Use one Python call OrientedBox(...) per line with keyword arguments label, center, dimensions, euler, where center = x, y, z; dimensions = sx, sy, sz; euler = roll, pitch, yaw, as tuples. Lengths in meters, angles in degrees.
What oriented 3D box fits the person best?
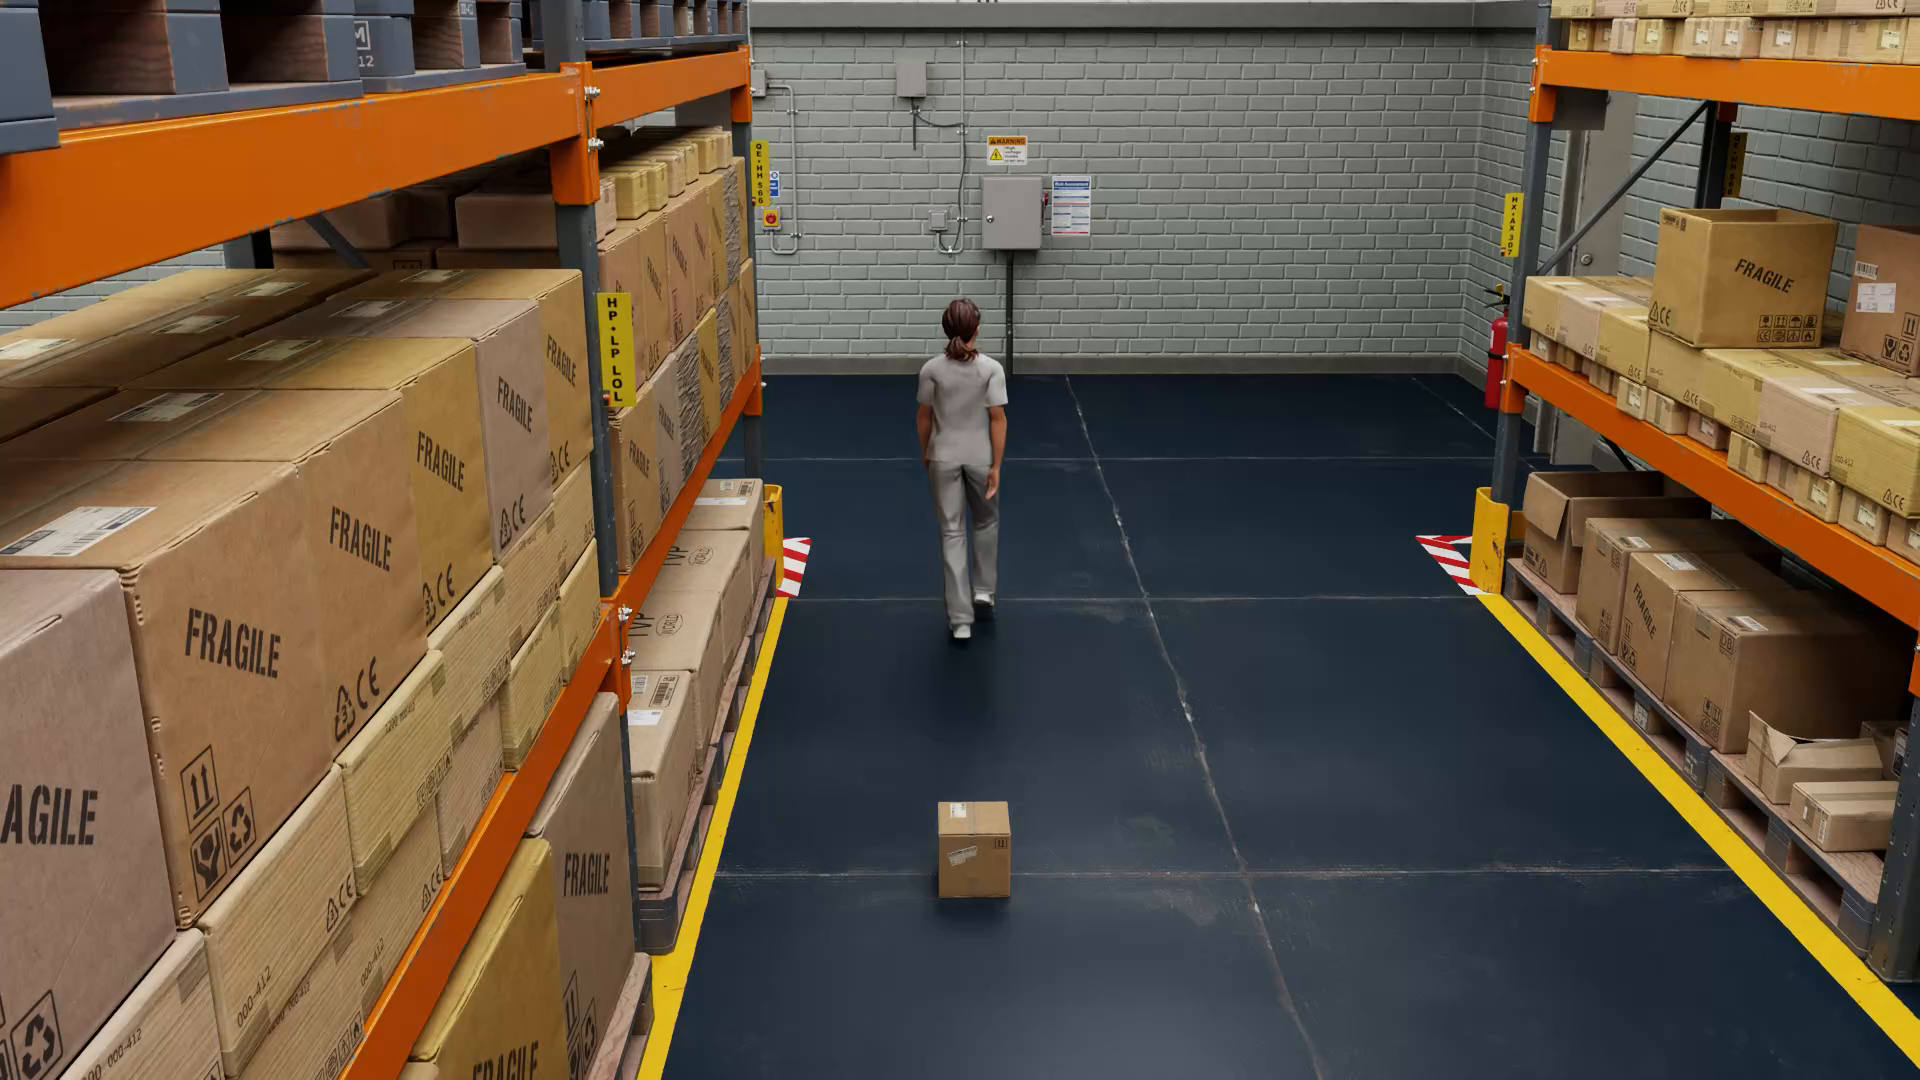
OrientedBox(label="person", center=(0.007, -0.366, 8.269), dimensions=(0.446, 1.695, 0.756), euler=(0, 17, -1))
